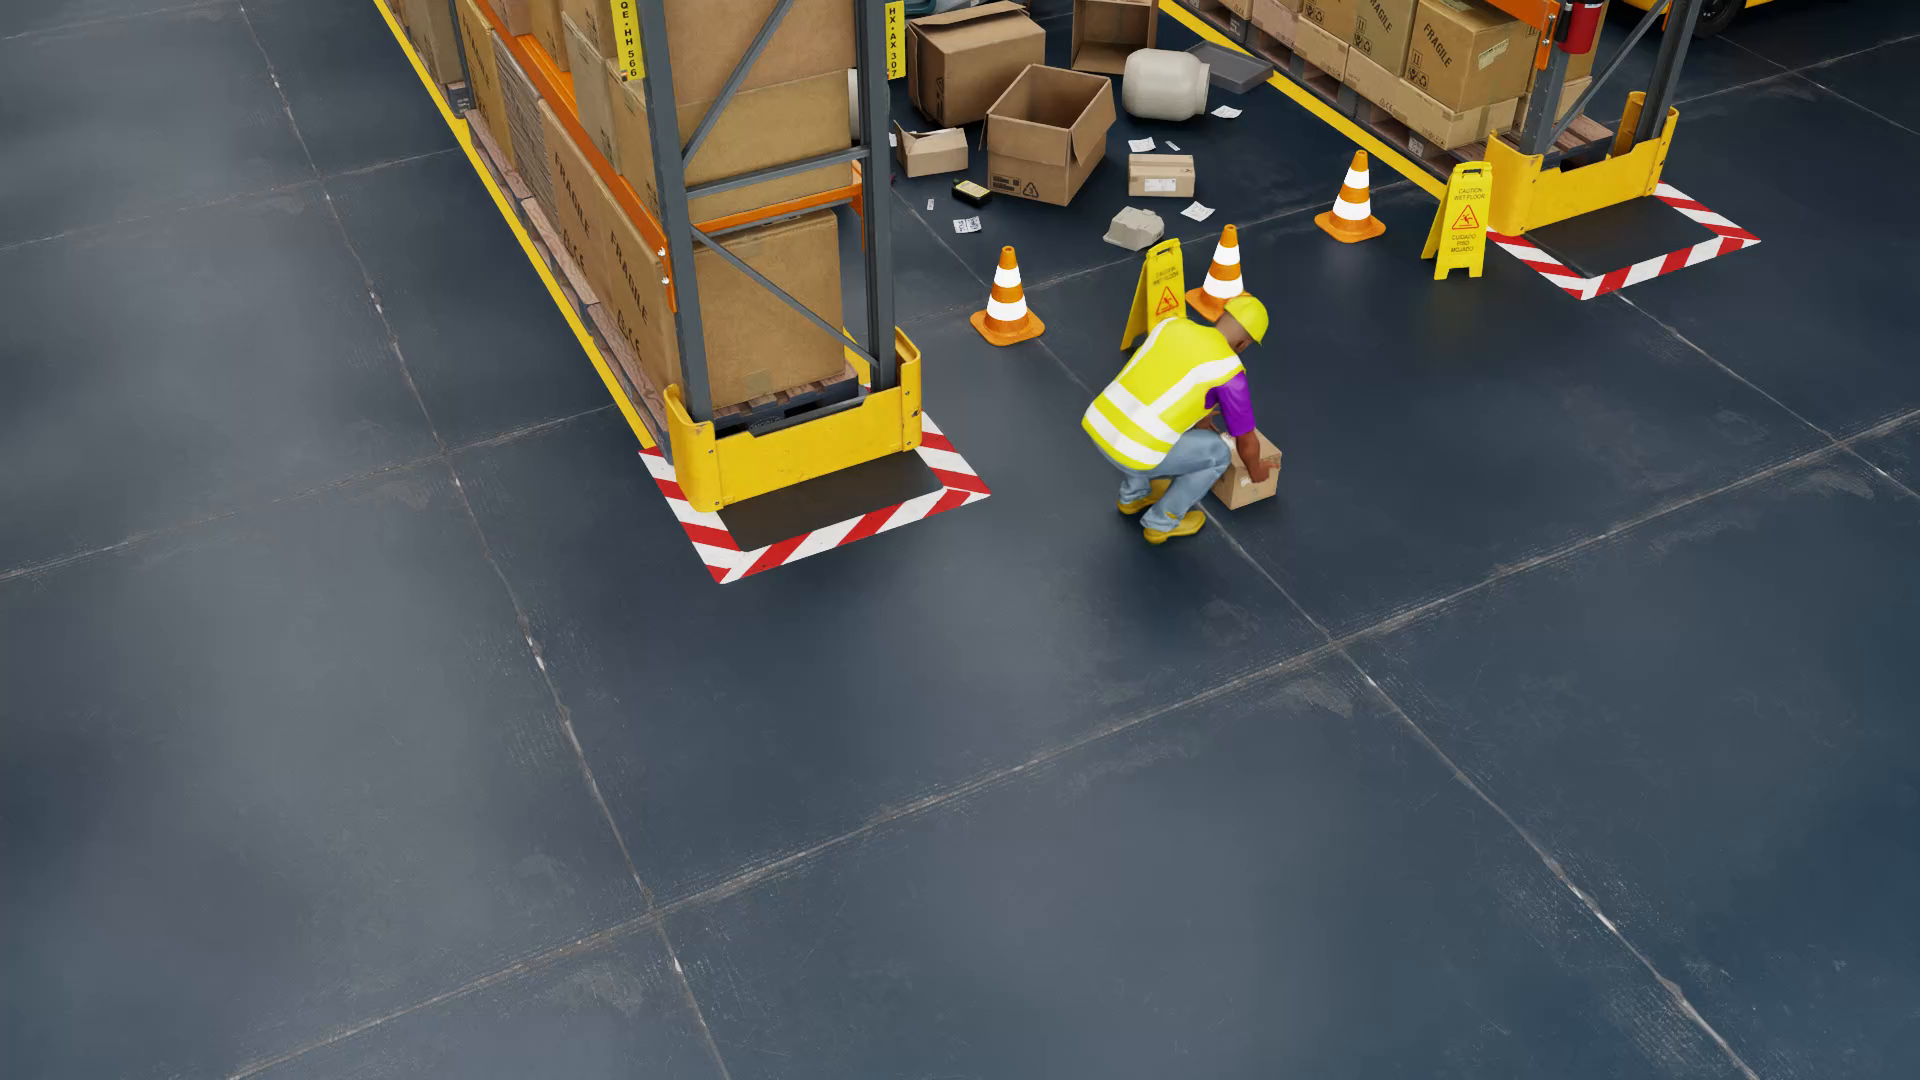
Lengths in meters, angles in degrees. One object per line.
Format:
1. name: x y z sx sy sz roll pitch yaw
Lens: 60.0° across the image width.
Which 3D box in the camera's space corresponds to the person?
1. person: 0.951 -0.540 7.337 0.887 1.016 0.589 -19 44 -20
